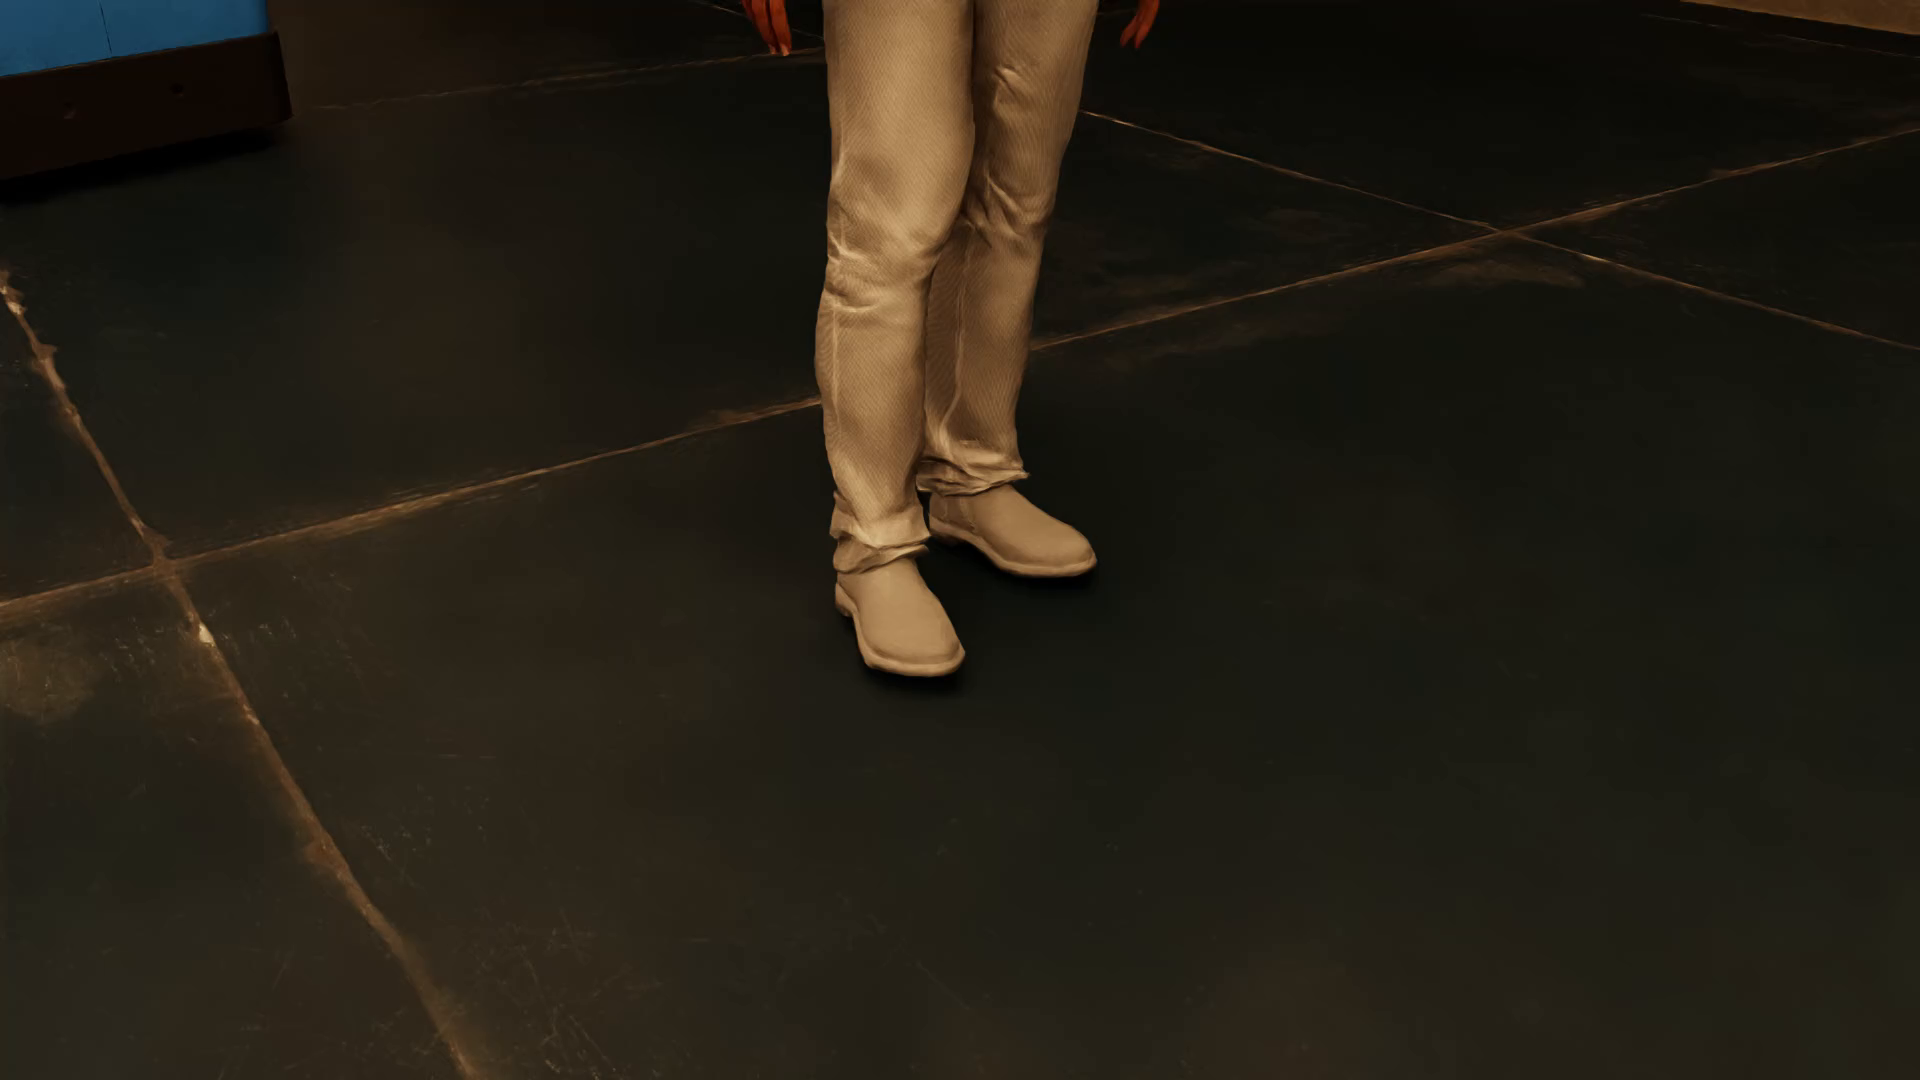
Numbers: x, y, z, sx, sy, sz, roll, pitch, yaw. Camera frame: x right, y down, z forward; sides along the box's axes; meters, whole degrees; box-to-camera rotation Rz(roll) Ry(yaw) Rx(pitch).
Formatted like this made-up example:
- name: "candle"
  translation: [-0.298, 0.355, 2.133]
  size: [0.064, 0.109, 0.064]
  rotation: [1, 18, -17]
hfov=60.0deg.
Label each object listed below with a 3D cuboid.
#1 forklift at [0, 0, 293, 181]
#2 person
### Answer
- name: "forklift"
  translation: [-3.403, -2.654, 4.522]
  size: [3.031, 2.935, 1.130]
  rotation: [17, 32, 31]
- name: "person"
  translation: [0.035, -0.766, 2.048]
  size: [0.664, 1.760, 0.576]
  rotation: [-17, 31, -31]
